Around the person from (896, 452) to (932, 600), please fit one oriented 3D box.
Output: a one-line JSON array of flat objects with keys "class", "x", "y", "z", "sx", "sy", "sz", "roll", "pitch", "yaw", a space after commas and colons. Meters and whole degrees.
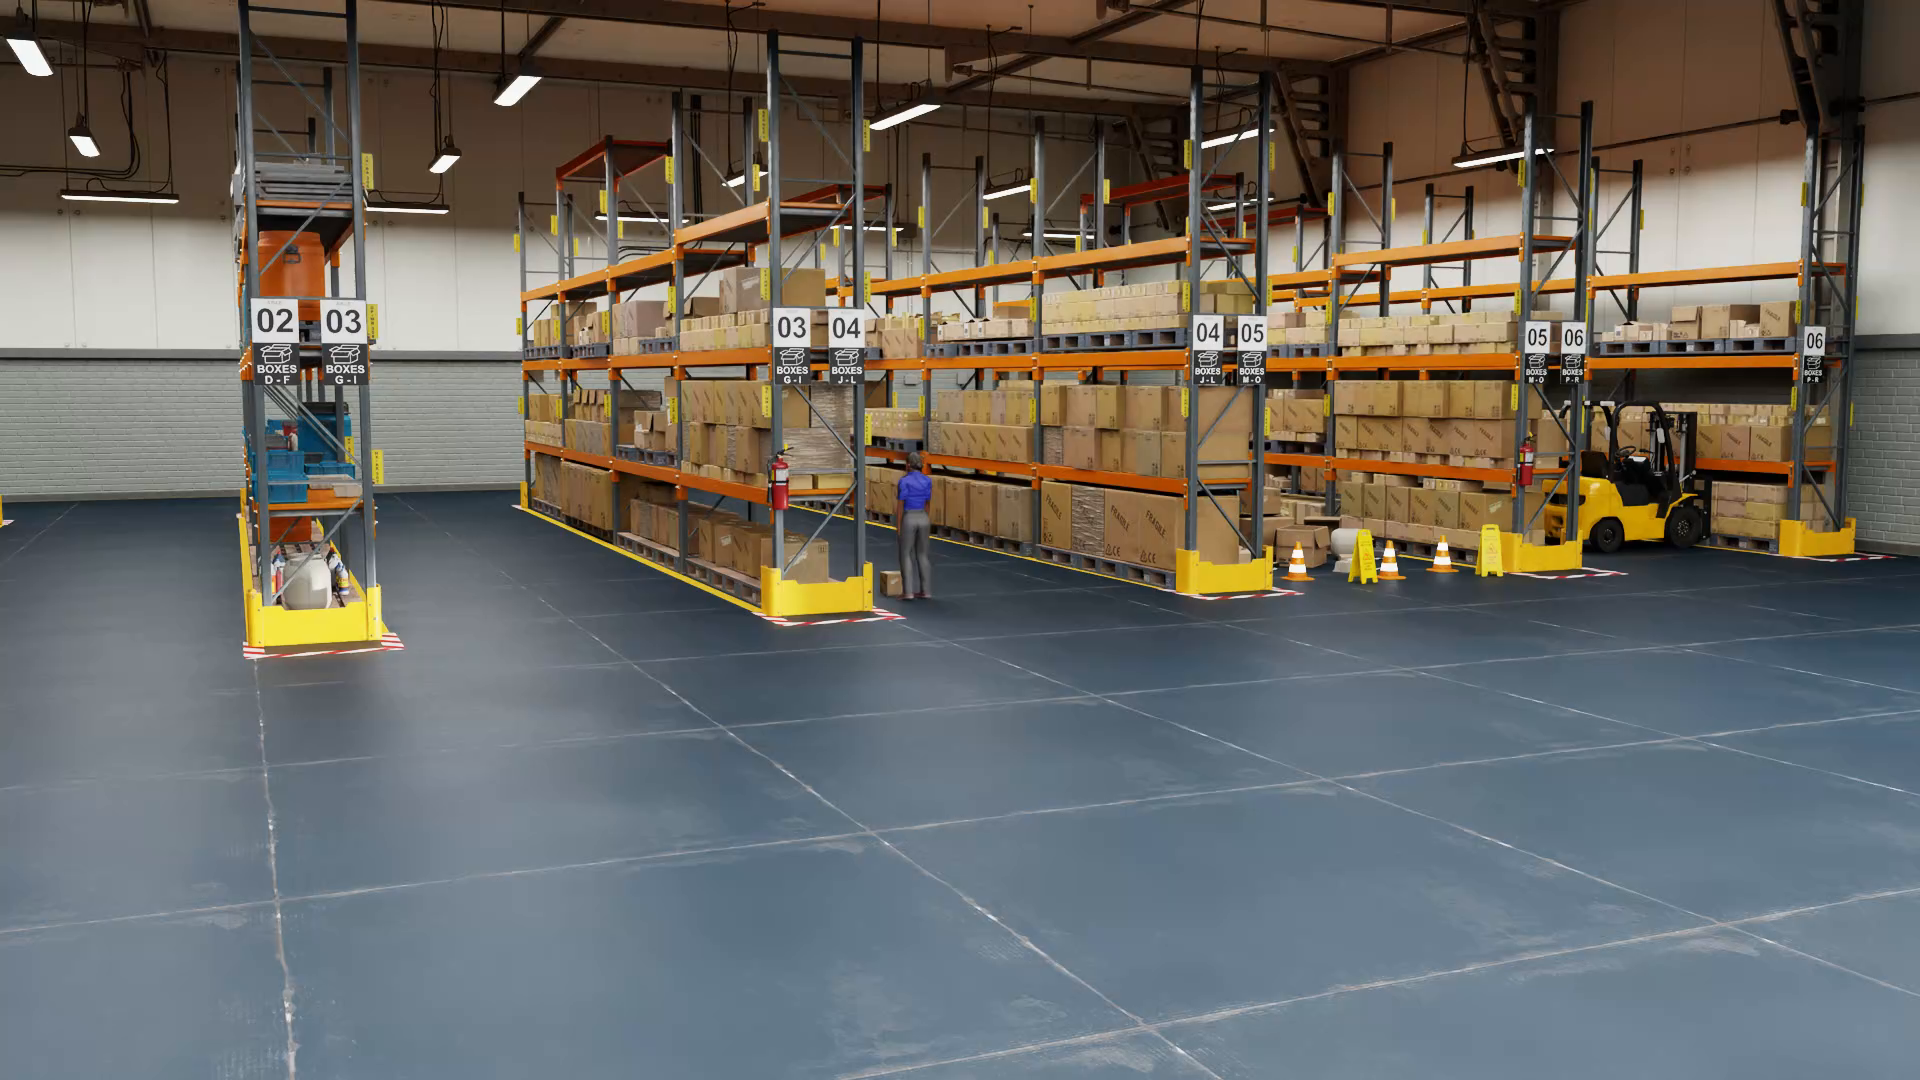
[{"class": "person", "x": -0.533, "y": -0.153, "z": 18.716, "sx": 0.437, "sy": 1.674, "sz": 0.322, "roll": -3, "pitch": 6, "yaw": -31}]
